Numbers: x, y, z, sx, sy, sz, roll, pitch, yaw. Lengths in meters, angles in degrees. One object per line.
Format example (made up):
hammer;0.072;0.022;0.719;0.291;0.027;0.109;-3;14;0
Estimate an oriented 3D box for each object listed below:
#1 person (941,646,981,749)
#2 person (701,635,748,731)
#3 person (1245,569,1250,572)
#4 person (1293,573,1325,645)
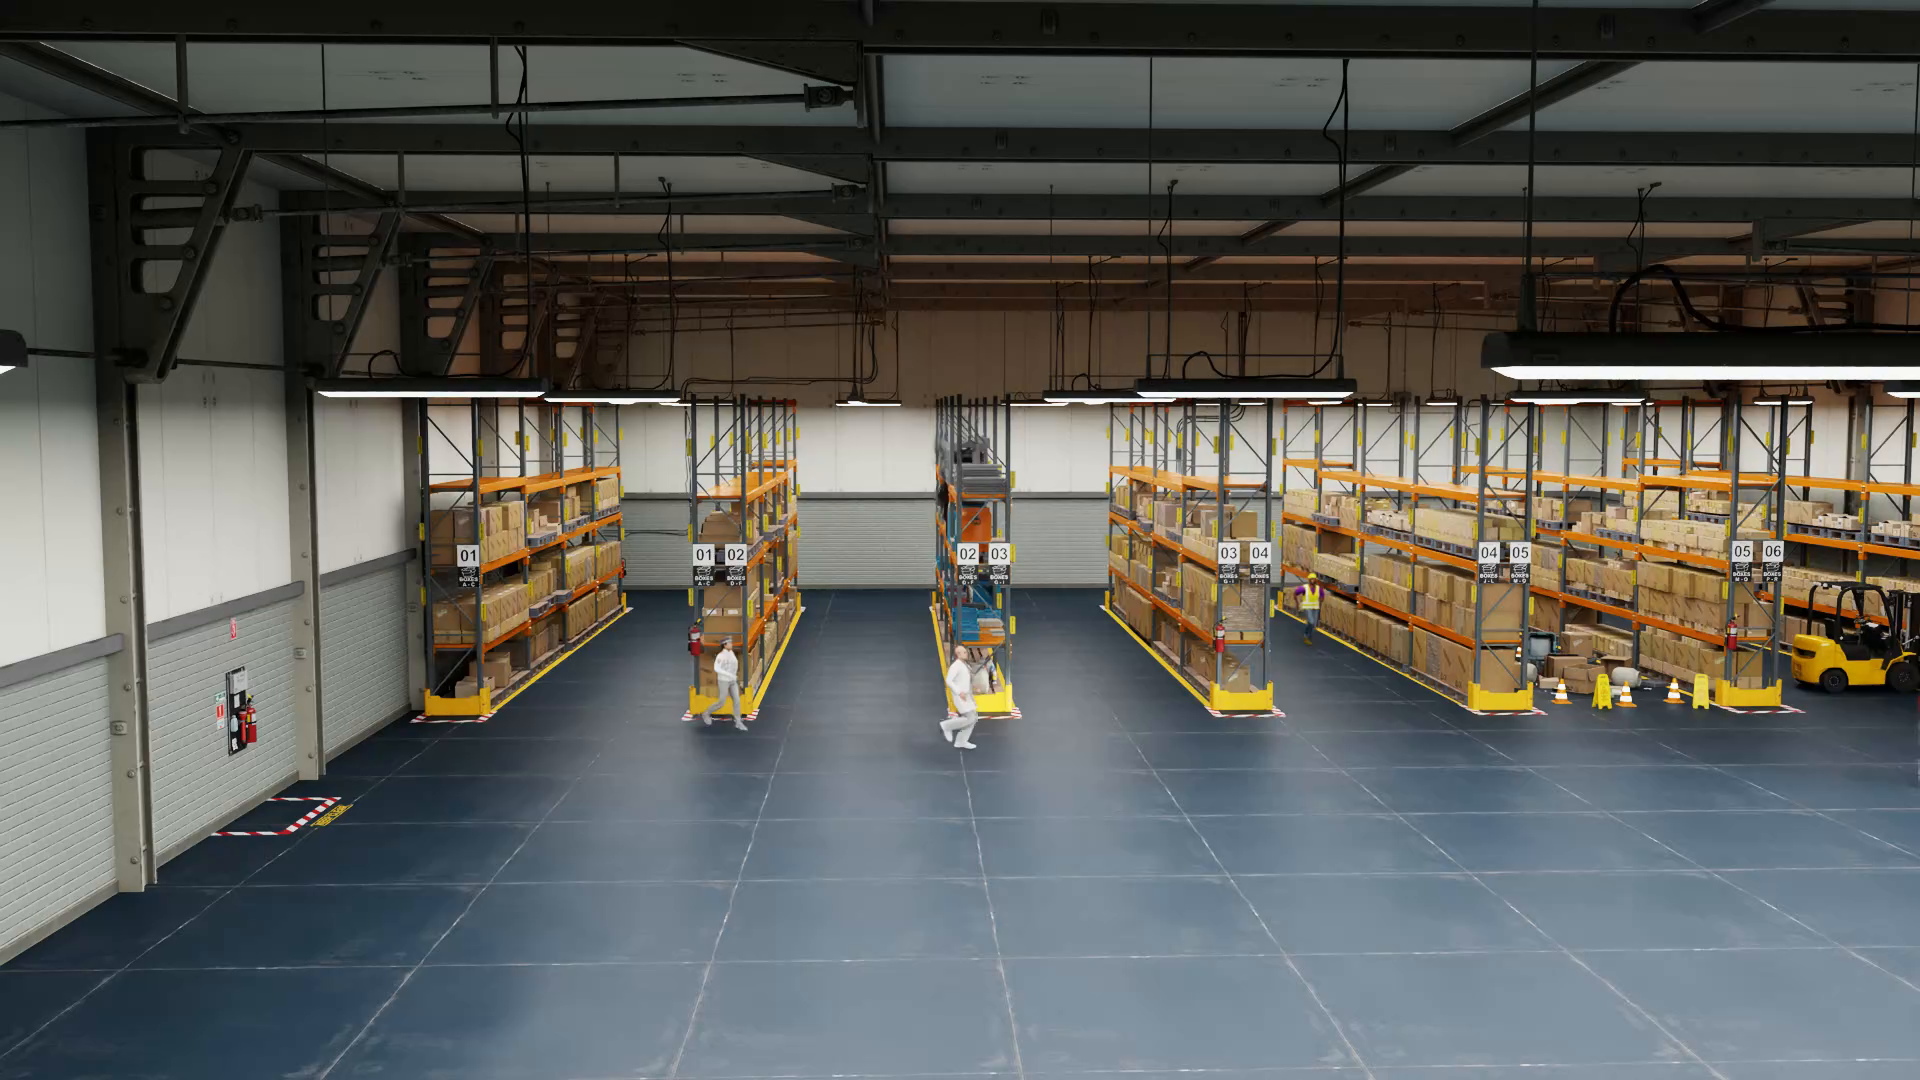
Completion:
person;0.016;2.655;28.059;0.638;1.733;0.709;1;5;17
person;-4.156;2.538;29.713;0.936;1.688;0.653;2;5;27
person;8.027;1.098;47.320;0.694;1.775;0.903;2;5;23
person;8.493;1.677;40.194;0.692;1.741;0.660;-1;5;-14
